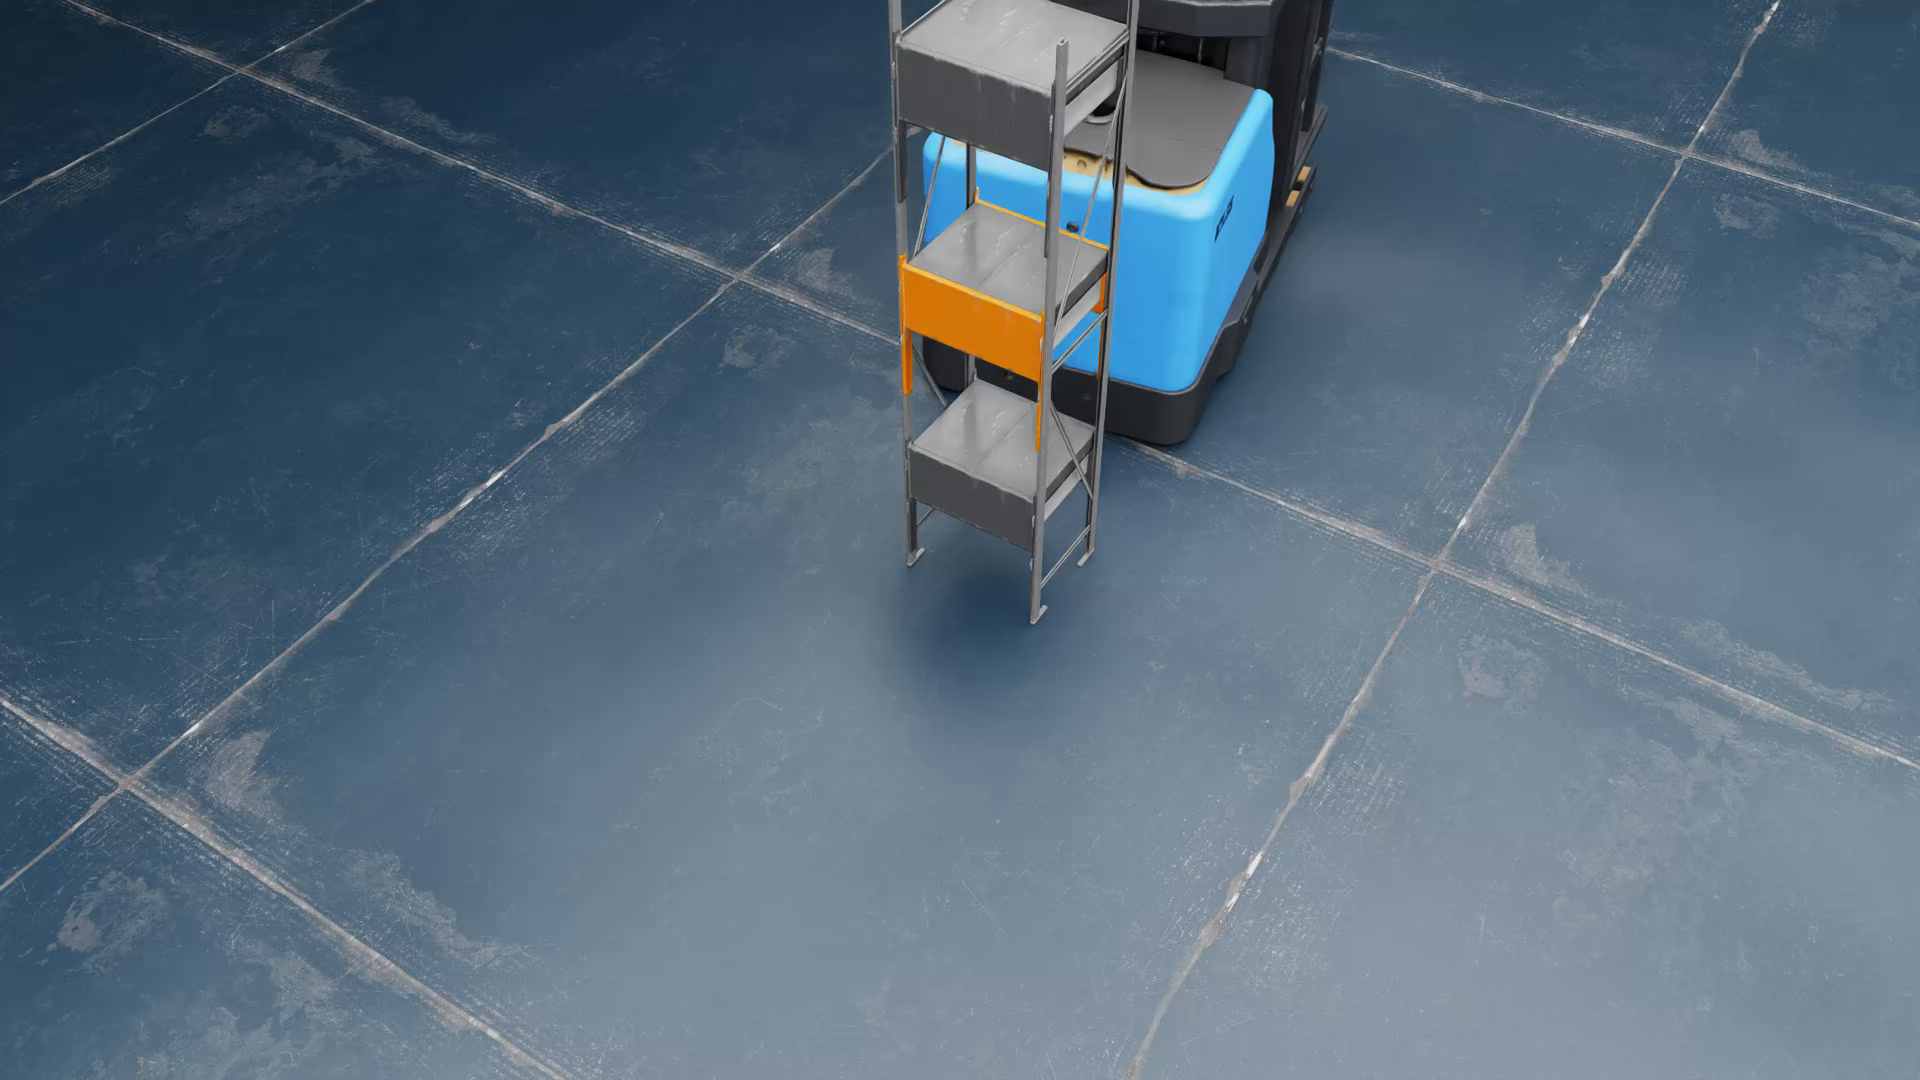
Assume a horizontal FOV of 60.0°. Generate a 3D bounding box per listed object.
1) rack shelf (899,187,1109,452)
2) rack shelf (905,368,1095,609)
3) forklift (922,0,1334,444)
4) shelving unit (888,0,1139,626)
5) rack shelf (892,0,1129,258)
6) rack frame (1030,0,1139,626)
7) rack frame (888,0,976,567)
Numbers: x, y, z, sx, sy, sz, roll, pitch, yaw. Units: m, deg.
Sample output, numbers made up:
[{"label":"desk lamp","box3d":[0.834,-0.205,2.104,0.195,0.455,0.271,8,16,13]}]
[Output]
[{"label":"rack shelf","box3d":[0.139,-0.658,4.944,0.480,0.518,0.431,25,51,22]},{"label":"rack shelf","box3d":[0.139,-0.170,5.446,0.480,0.518,0.431,25,51,22]},{"label":"forklift","box3d":[0.882,-2.439,6.076,1.130,2.935,3.031,16,48,15]},{"label":"shelving unit","box3d":[0.139,-0.668,4.935,0.503,2.100,0.431,25,51,22]},{"label":"rack shelf","box3d":[0.139,-1.146,4.442,0.480,0.518,0.431,25,51,22]},{"label":"rack frame","box3d":[0.345,-0.573,4.843,0.015,2.100,0.400,25,51,22]},{"label":"rack frame","box3d":[-0.066,-0.762,5.026,0.015,2.100,0.400,25,51,22]}]
